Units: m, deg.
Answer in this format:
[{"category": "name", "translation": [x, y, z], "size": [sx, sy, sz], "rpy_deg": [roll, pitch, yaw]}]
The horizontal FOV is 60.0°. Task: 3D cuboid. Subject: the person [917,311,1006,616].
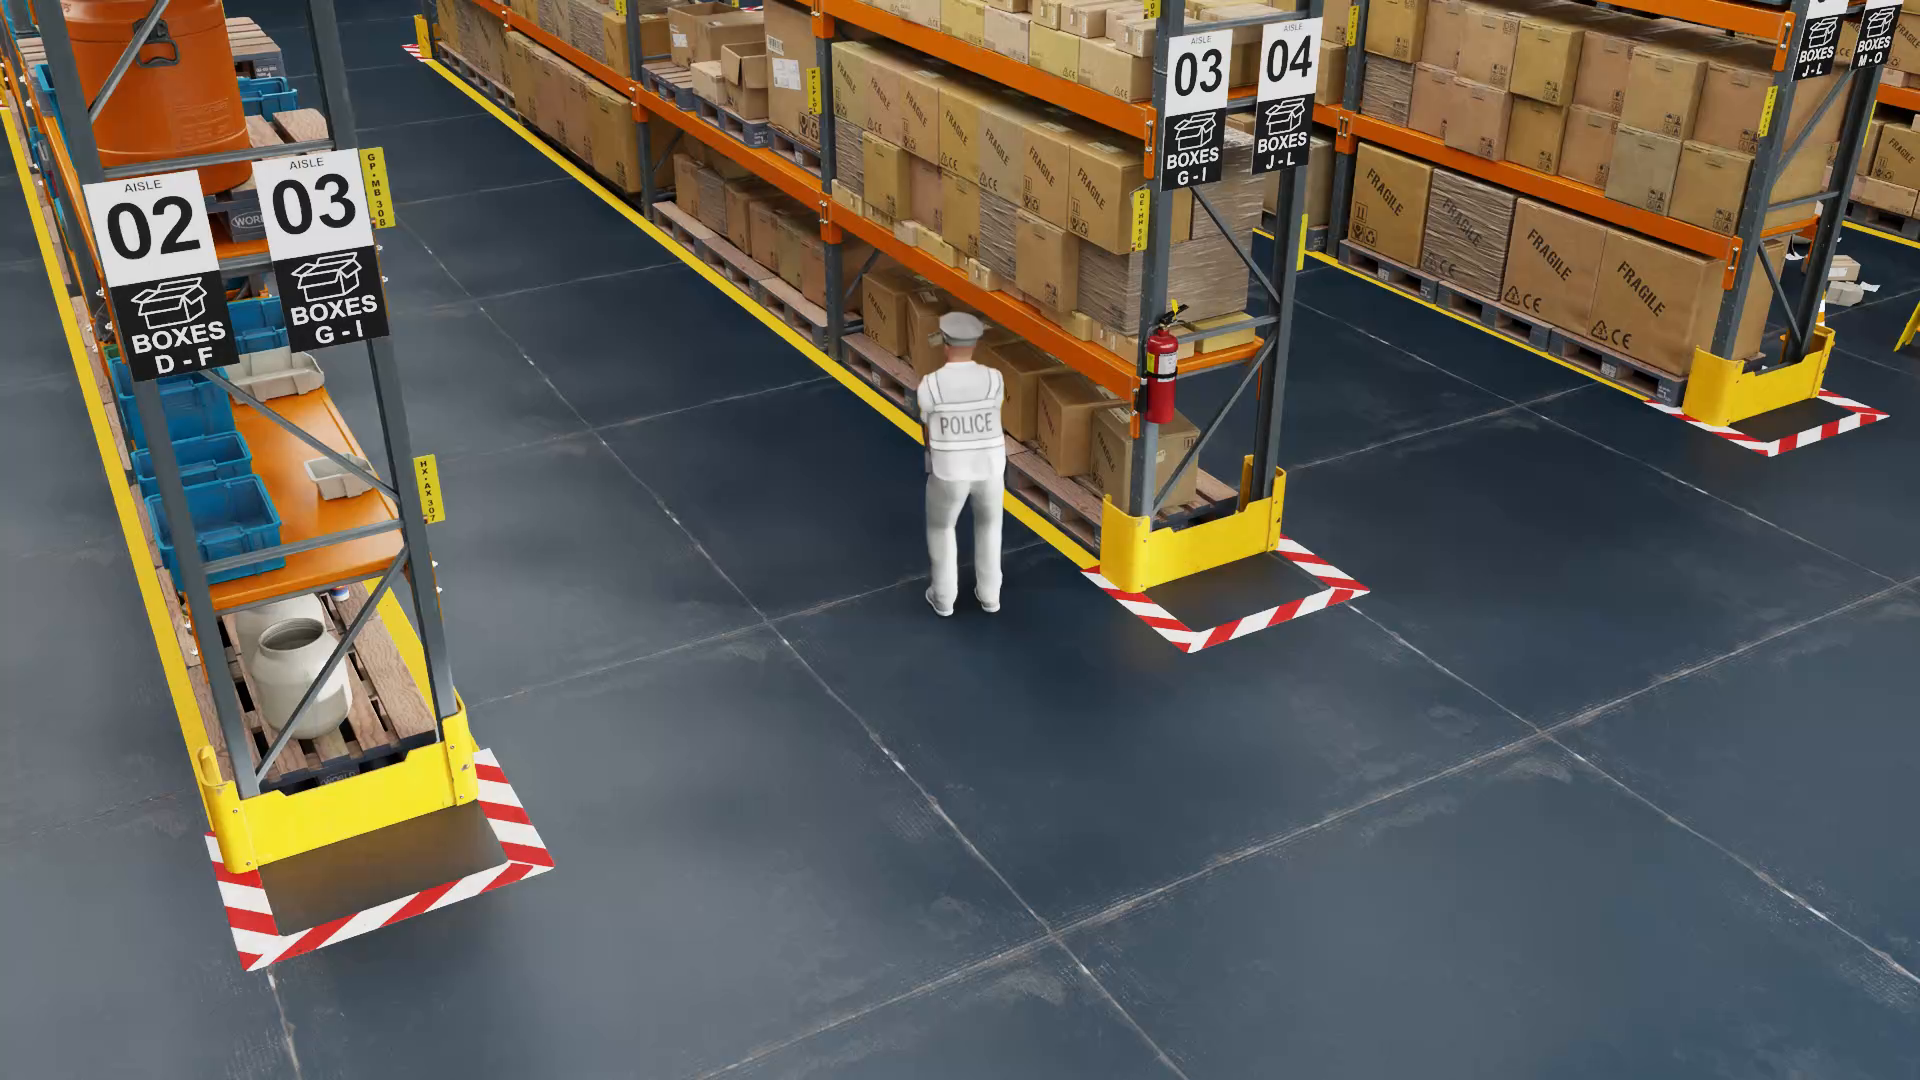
[{"category": "person", "translation": [0.001, -0.425, 9.338], "size": [0.485, 1.754, 0.593], "rpy_deg": [-5, 29, -9]}]
